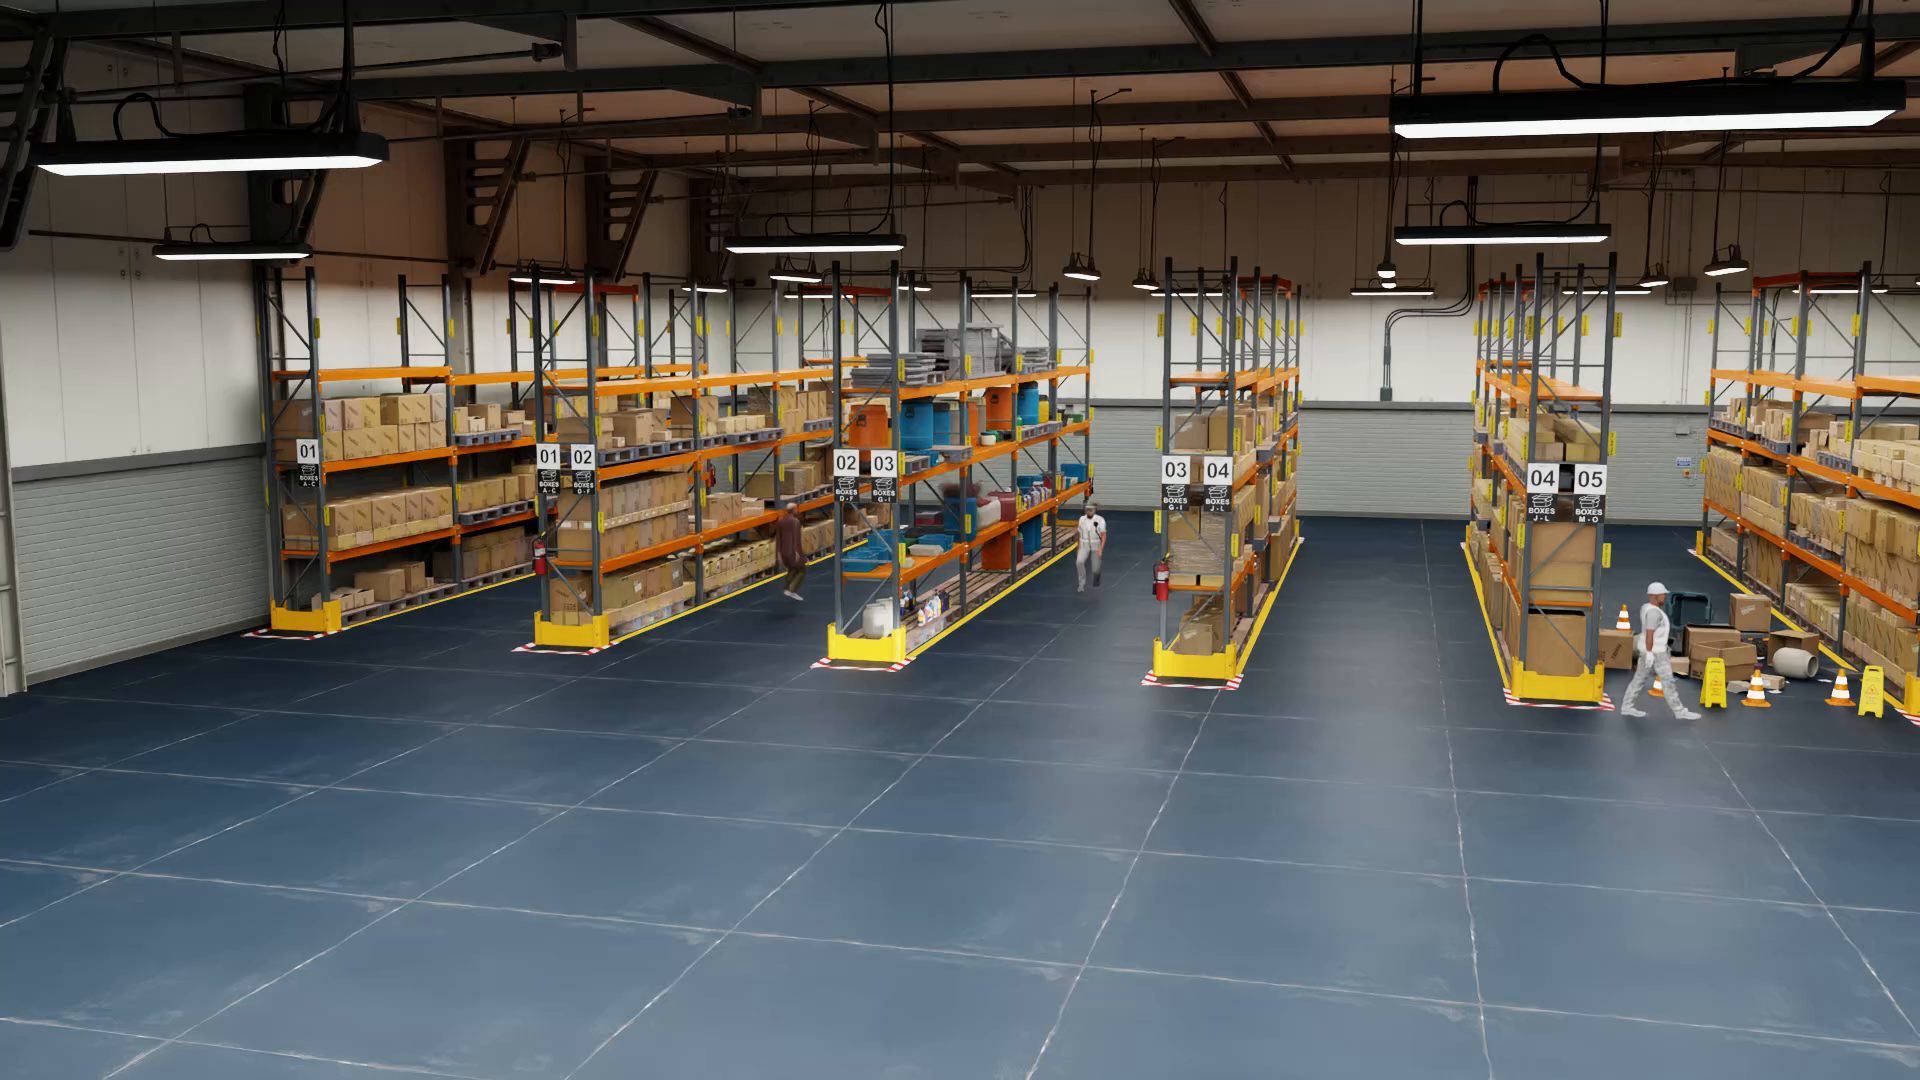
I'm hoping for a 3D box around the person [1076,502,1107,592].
[{"bbox_3d":[2.387,0.102,30.205,0.544,1.603,1.063,1,7,6],"label":"person"}]

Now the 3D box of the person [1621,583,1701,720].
[{"bbox_3d":[8.999,1.414,21.314,0.917,1.744,0.584,1,7,9],"label":"person"}]

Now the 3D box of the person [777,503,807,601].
[{"bbox_3d":[-3.021,0.211,29.463,0.628,1.724,0.591,4,8,28],"label":"person"}]
